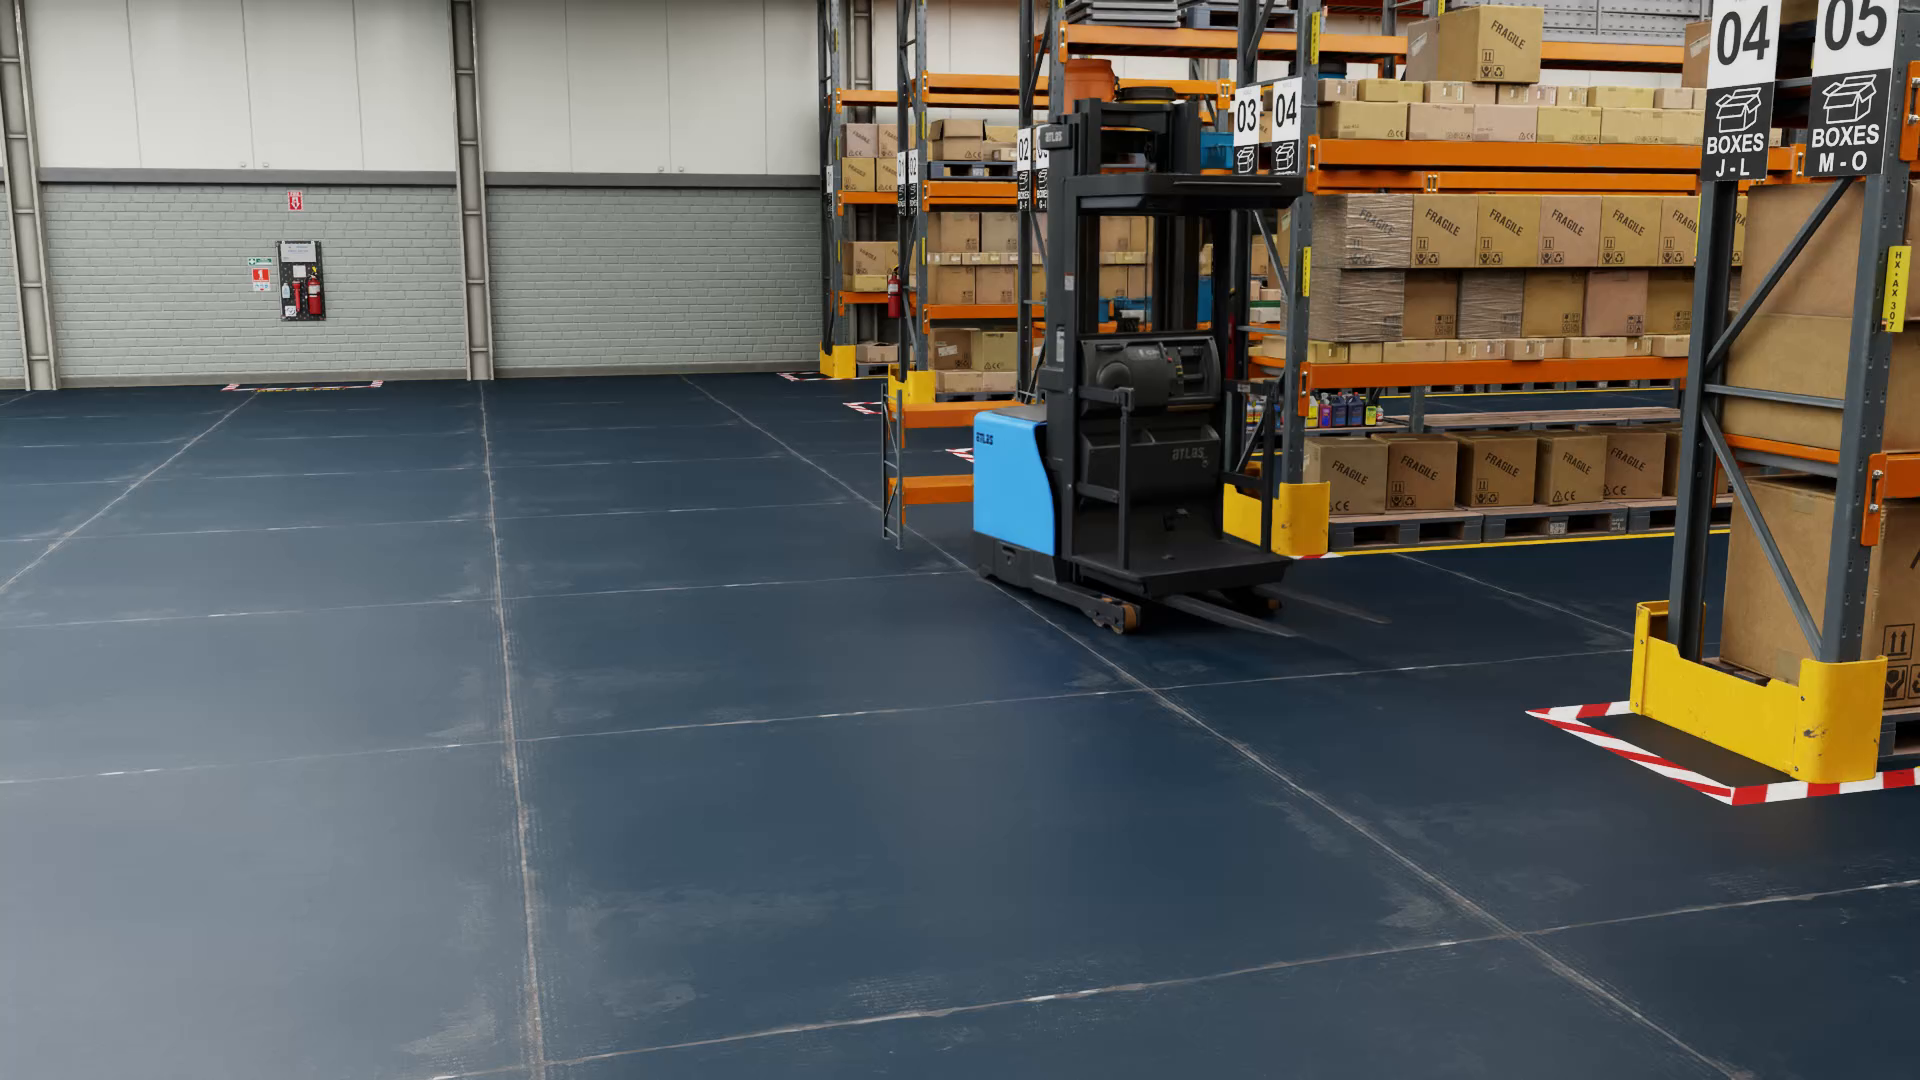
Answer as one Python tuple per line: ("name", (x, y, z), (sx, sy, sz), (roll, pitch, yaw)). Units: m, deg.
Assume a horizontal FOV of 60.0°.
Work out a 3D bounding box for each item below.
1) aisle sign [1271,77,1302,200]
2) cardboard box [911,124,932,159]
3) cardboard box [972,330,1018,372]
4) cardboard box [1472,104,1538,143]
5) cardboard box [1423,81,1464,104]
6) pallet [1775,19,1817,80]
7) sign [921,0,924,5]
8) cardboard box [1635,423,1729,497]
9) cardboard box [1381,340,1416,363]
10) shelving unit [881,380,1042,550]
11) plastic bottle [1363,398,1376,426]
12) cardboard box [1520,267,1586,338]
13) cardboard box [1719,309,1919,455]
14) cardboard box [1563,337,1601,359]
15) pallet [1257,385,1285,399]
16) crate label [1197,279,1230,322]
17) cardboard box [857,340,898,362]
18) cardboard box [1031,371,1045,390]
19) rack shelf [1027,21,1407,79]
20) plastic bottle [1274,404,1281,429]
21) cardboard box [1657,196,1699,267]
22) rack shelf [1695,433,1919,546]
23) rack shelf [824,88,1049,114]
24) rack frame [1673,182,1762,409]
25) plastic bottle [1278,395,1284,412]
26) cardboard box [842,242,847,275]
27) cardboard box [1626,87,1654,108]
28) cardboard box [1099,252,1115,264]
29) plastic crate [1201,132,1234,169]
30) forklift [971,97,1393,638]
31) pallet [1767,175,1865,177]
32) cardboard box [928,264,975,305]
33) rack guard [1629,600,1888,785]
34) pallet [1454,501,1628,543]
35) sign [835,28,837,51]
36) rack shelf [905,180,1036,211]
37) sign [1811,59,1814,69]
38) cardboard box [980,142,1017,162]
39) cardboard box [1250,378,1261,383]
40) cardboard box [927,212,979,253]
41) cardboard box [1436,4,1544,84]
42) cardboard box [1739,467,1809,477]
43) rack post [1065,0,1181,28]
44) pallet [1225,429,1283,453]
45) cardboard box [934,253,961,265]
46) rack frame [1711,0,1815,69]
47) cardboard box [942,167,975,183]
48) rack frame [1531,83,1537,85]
("aisle sign", (2.190, -2.689, 11.190), (0.004, 0.787, 0.394), (-3, 11, -16))
("cardboard box", (-0.565, -6.097, 25.503), (0.500, 0.500, 0.500), (-3, 11, -14))
("cardboard box", (0.457, -2.426, 21.301), (0.500, 0.500, 0.500), (-3, 11, -16))
("cardboard box", (3.671, -2.899, 11.636), (0.500, 0.250, 0.500), (-3, 11, -16))
("cardboard box", (3.261, -3.069, 11.462), (0.250, 0.149, 0.380), (-3, 11, -14))
("pallet", (4.165, -2.070, 6.965), (1.213, 0.211, 1.003), (-3, 11, -16))
("sign", (-0.450, -6.579, 19.913), (0.005, 0.325, 0.100), (-3, 11, -16))
("cardboard box", (5.611, -0.633, 12.942), (0.500, 0.500, 0.500), (-3, 11, -18))
("cardboard box", (2.996, -1.335, 11.707), (0.250, 0.149, 0.380), (-3, 11, -16))
("shelving unit", (0.006, -0.554, 11.946), (1.048, 1.125, 0.538), (-3, 11, -16))
("plastic bottle", (4.252, -1.328, 17.265), (0.133, 0.283, 0.061), (-2, 11, -13))
("cardboard box", (4.124, -1.772, 12.289), (0.500, 0.500, 0.875), (-3, 11, -16))
("cardboard box", (3.799, -0.699, 7.146), (0.550, 0.550, 0.875), (-3, 11, -16))
("cardboard box", (4.438, -1.410, 12.113), (0.250, 0.149, 0.380), (-3, 11, -16))
("pallet", (3.938, -2.064, 22.673), (1.213, 0.211, 1.003), (-3, 11, -16))
("crate label", (2.473, -2.485, 17.161), (0.616, 0.435, 0.502), (-3, 11, -16))
("cardboard box", (-1.298, -2.963, 26.067), (0.500, 0.311, 0.500), (-4, 11, -22))
("cardboard box", (0.937, -2.082, 21.507), (0.500, 0.250, 0.500), (-3, 11, -16))
("rack shelf", (2.702, -4.828, 16.511), (4.000, 0.370, 1.077), (-3, 11, -16))
("plastic bottle", (3.229, -1.272, 16.992), (0.097, 0.271, 0.097), (0, 10, 0))
("cardboard box", (5.172, -2.260, 12.177), (0.500, 0.500, 0.500), (-3, 11, -16))
("rack shelf", (5.376, -0.346, 7.629), (4.000, 0.370, 1.077), (-3, 11, -16))
("rack shelf", (-0.067, -6.746, 25.830), (4.000, 0.370, 1.077), (-3, 11, -16))
("rack frame", (8.463, -2.732, 18.602), (0.127, 3.000, 1.000), (-3, 11, -16))
("plastic bottle", (3.419, -1.412, 17.752), (0.097, 0.271, 0.097), (0, 10, 0))
("cardboard box", (-1.594, -4.415, 26.032), (0.500, 0.500, 0.500), (-3, 11, -17))
("cardboard box", (4.750, -3.155, 11.930), (0.250, 0.149, 0.380), (-3, 11, -14))
("cardboard box", (1.821, -3.644, 21.488), (0.250, 0.149, 0.380), (-3, 11, -14))
("plastic crate", (2.528, -3.943, 16.941), (0.575, 0.384, 0.392), (-3, 11, -16))
("forklift", (1.213, -1.014, 9.458), (1.130, 2.935, 3.031), (-6, 12, -28))
("pallet", (9.225, -4.136, 18.465), (1.213, 0.211, 1.003), (-3, 11, -16))
("cardboard box", (-0.147, -3.259, 21.188), (0.500, 0.500, 0.700), (-3, 11, -16))
("rack guard", (3.432, 0.632, 7.234), (0.348, 0.500, 1.175), (-3, 11, -16))
("pallet", (4.198, -0.195, 12.521), (1.213, 0.211, 1.003), (-3, 11, -16))
("sign", (-1.836, -7.404, 24.611), (0.005, 0.325, 0.100), (-3, 11, -16))
("rack shelf", (1.321, -4.411, 21.425), (4.000, 0.370, 1.077), (-3, 11, -16))
("sign", (6.166, -3.304, 11.997), (0.005, 0.325, 0.100), (-3, 11, -16))
("cardboard box", (0.433, -4.969, 21.338), (0.500, 0.250, 0.500), (-3, 11, -16))
("cardboard box", (3.698, -2.222, 22.269), (0.500, 0.250, 0.500), (-3, 11, -17))
("cardboard box", (-0.097, -3.900, 21.086), (0.500, 0.500, 0.700), (-3, 11, -16))
("cardboard box", (3.667, -3.411, 11.526), (0.500, 0.500, 0.500), (-3, 11, -16))
("cardboard box", (6.602, -0.683, 13.160), (0.500, 0.500, 0.700), (-4, 11, -20))
("rack post", (1.543, -5.048, 15.993), (0.954, 0.300, 0.937), (-2, 11, -10))
("pallet", (2.792, -1.069, 17.271), (1.213, 0.211, 1.003), (-3, 11, -16))
("cardboard box", (-0.162, -3.539, 20.918), (0.250, 0.149, 0.380), (-3, 11, -16))
("rack frame", (6.007, -4.619, 12.282), (0.127, 3.000, 1.000), (-3, 11, -16))
("cardboard box", (-0.065, -5.636, 25.759), (0.500, 0.500, 0.500), (-2, 11, -12))
("rack frame", (9.534, -7.607, 28.513), (0.127, 3.000, 1.000), (-3, 11, -16))
